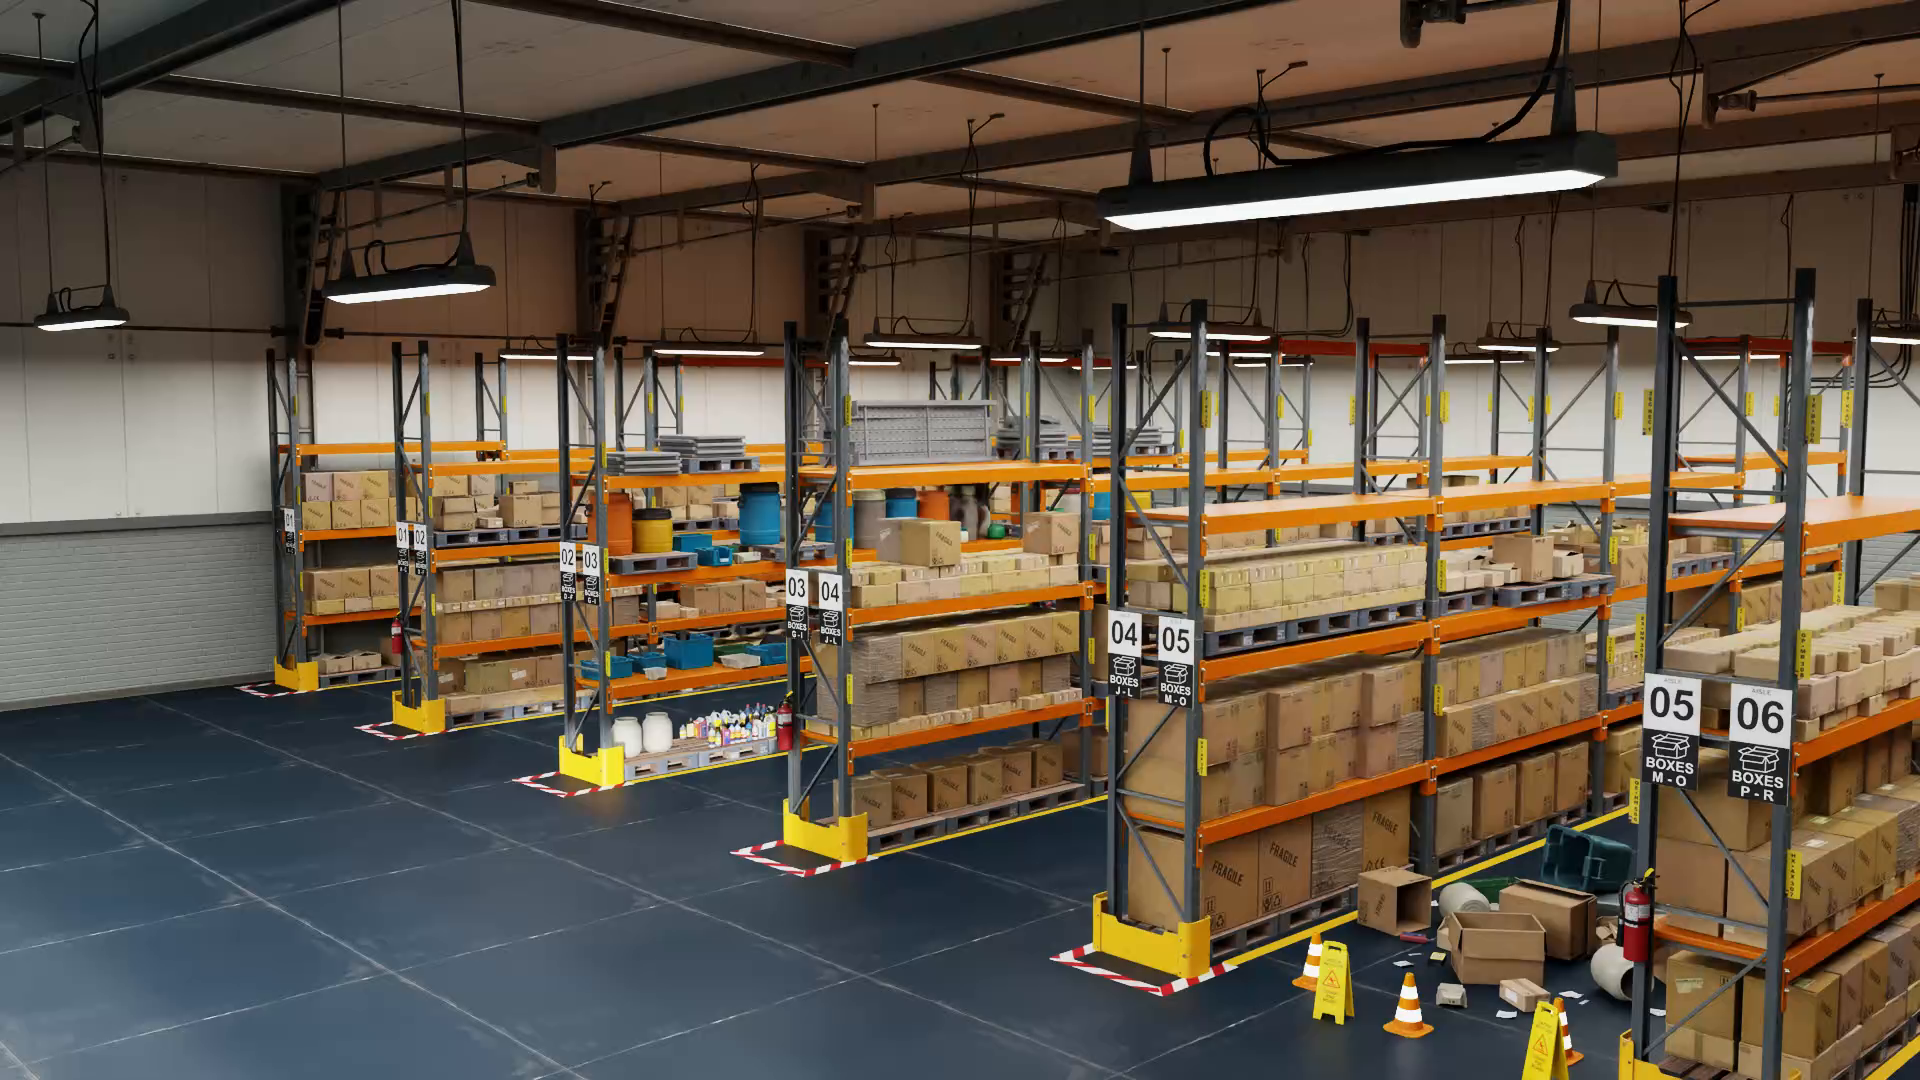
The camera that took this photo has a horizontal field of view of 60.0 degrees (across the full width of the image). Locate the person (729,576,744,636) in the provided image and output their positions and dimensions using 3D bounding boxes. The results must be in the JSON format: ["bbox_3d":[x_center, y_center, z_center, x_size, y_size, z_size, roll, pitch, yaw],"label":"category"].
[{"bbox_3d":[-4.339,1.518,32.292,0.596,1.740,0.720,4,7,41],"label":"person"}]
